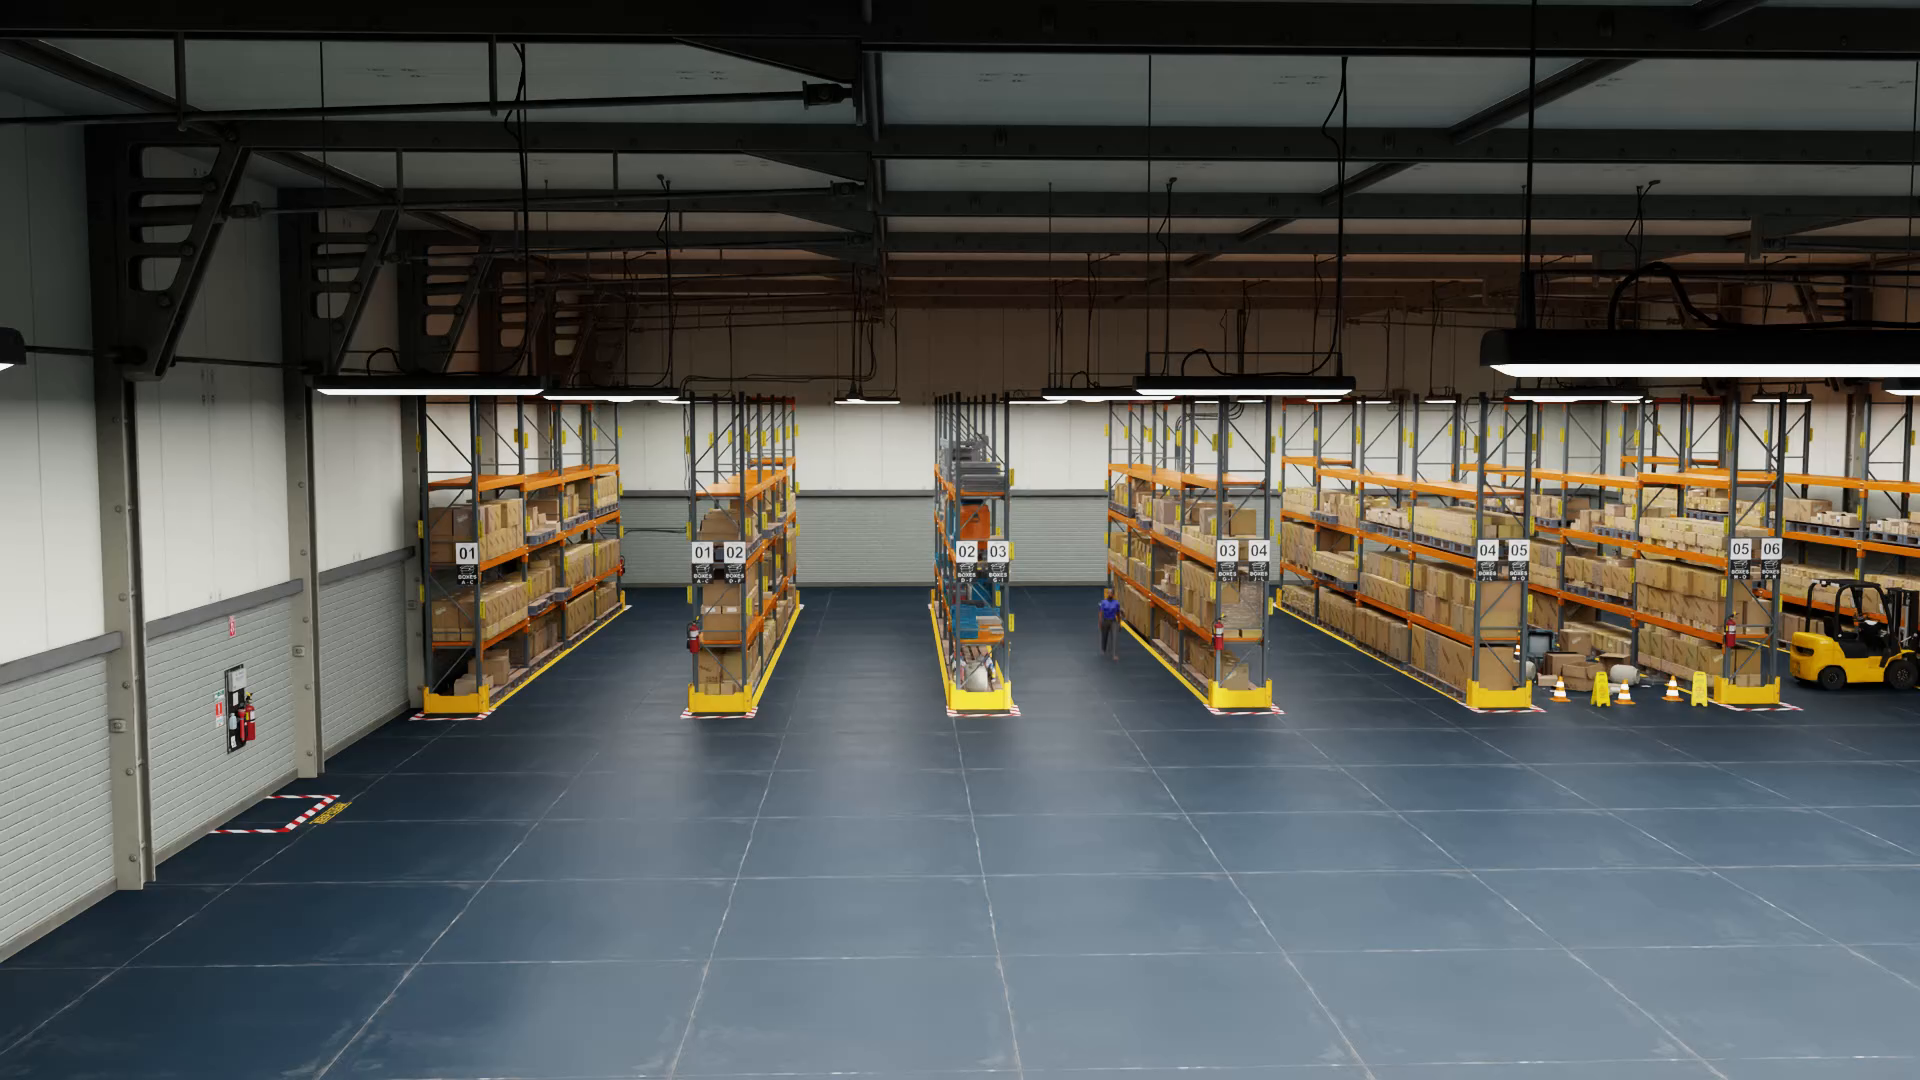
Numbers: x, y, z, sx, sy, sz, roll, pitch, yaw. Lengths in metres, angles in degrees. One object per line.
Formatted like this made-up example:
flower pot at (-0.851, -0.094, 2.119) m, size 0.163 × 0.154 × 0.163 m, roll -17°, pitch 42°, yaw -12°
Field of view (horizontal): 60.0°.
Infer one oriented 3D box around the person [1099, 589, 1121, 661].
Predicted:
person at (3.393, 1.896, 37.671) m, size 0.553 × 1.588 × 1.051 m, roll 0°, pitch 5°, yaw -5°
